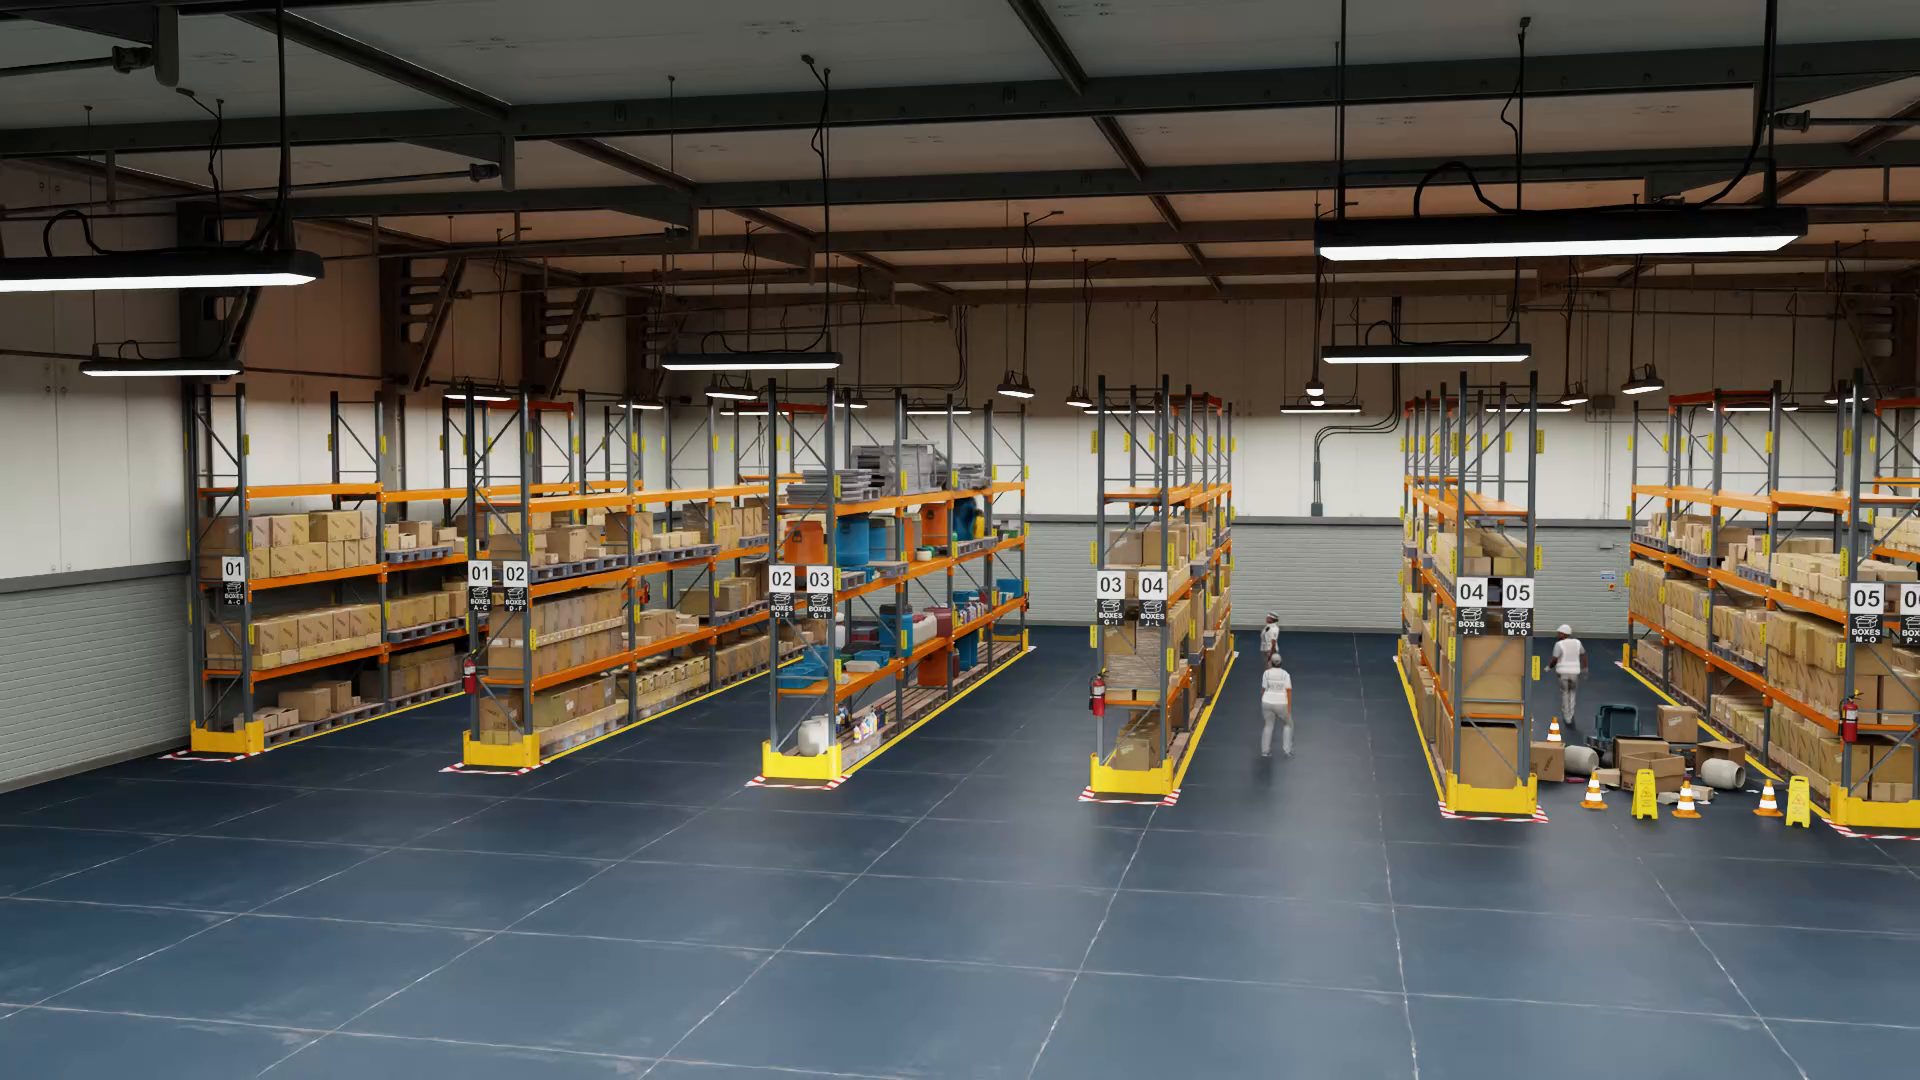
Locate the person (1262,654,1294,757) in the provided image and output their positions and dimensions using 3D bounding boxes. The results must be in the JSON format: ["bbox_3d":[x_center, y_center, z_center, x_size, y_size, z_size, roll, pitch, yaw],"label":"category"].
[{"bbox_3d":[5.098,2.677,26.630,0.527,1.722,0.638,3,4,43],"label":"person"}]

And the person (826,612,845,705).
[{"bbox_3d":[-2.342,2.287,32.025,0.533,1.823,0.505,-2,4,-25],"label":"person"}]

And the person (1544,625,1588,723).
[{"bbox_3d":[10.966,2.437,30.030,0.749,1.804,0.598,1,3,10],"label":"person"}]

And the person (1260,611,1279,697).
[{"bbox_3d":[6.157,2.277,33.341,0.493,1.736,0.507,-2,4,-25],"label":"person"}]
